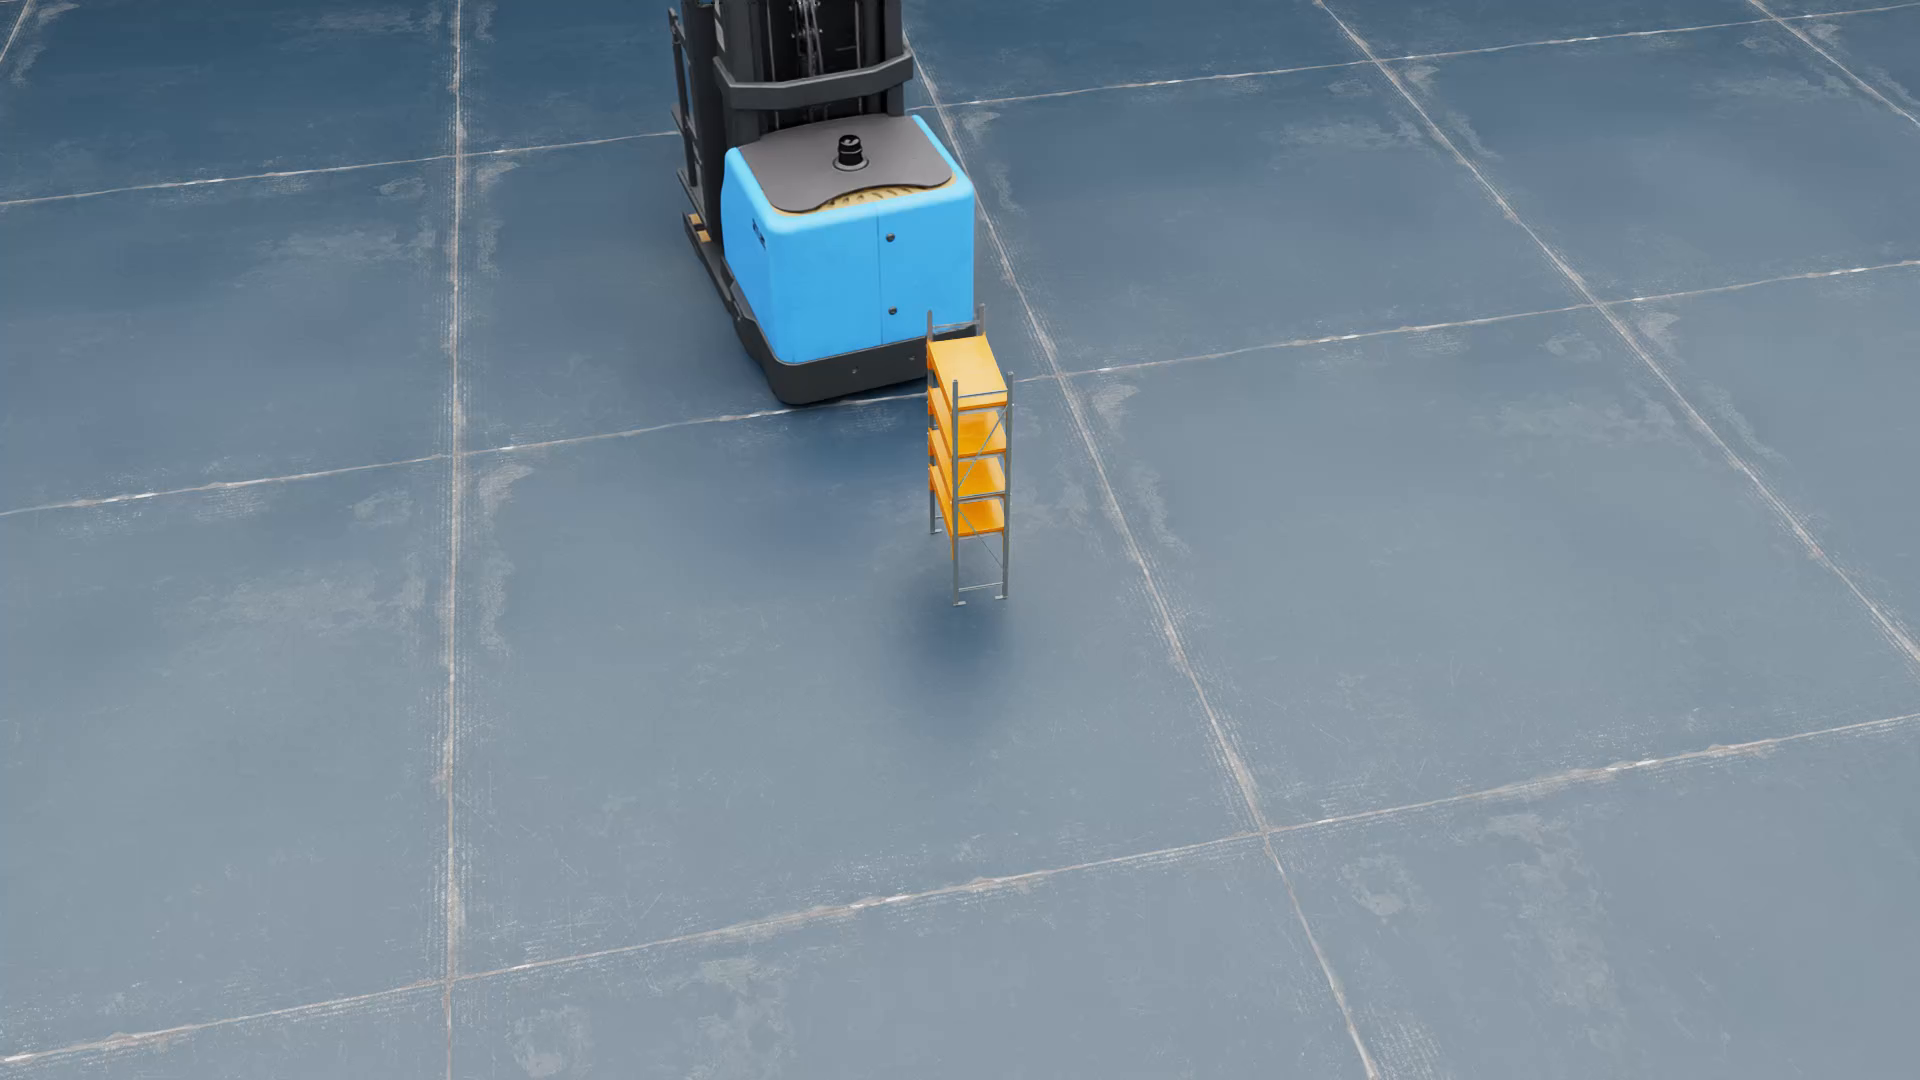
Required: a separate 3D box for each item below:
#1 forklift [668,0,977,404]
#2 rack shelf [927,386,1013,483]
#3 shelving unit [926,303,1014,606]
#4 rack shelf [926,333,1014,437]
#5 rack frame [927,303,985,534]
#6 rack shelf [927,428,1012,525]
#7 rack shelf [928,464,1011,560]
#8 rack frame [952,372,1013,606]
[{"bbox_3d":[-0.919,-2.750,8.422,1.130,2.935,3.031,-14,44,-16],"label":"forklift"},{"bbox_3d":[0.036,-0.458,6.909,0.258,0.148,0.480,-8,42,-9],"label":"rack shelf"},{"bbox_3d":[0.036,-0.341,7.013,0.258,1.200,0.503,-8,42,-9],"label":"shelving unit"},{"bbox_3d":[0.036,-0.635,6.752,0.258,0.148,0.480,-8,42,-9],"label":"rack shelf"},{"bbox_3d":[-0.017,-0.500,7.191,0.240,1.200,0.015,-8,42,-9],"label":"rack frame"},{"bbox_3d":[0.036,-0.291,7.057,0.258,0.148,0.480,-8,42,-9],"label":"rack shelf"},{"bbox_3d":[0.036,-0.143,7.189,0.258,0.148,0.480,-8,42,-9],"label":"rack shelf"},{"bbox_3d":[0.088,-0.183,6.834,0.240,1.200,0.015,-8,42,-9],"label":"rack frame"}]
